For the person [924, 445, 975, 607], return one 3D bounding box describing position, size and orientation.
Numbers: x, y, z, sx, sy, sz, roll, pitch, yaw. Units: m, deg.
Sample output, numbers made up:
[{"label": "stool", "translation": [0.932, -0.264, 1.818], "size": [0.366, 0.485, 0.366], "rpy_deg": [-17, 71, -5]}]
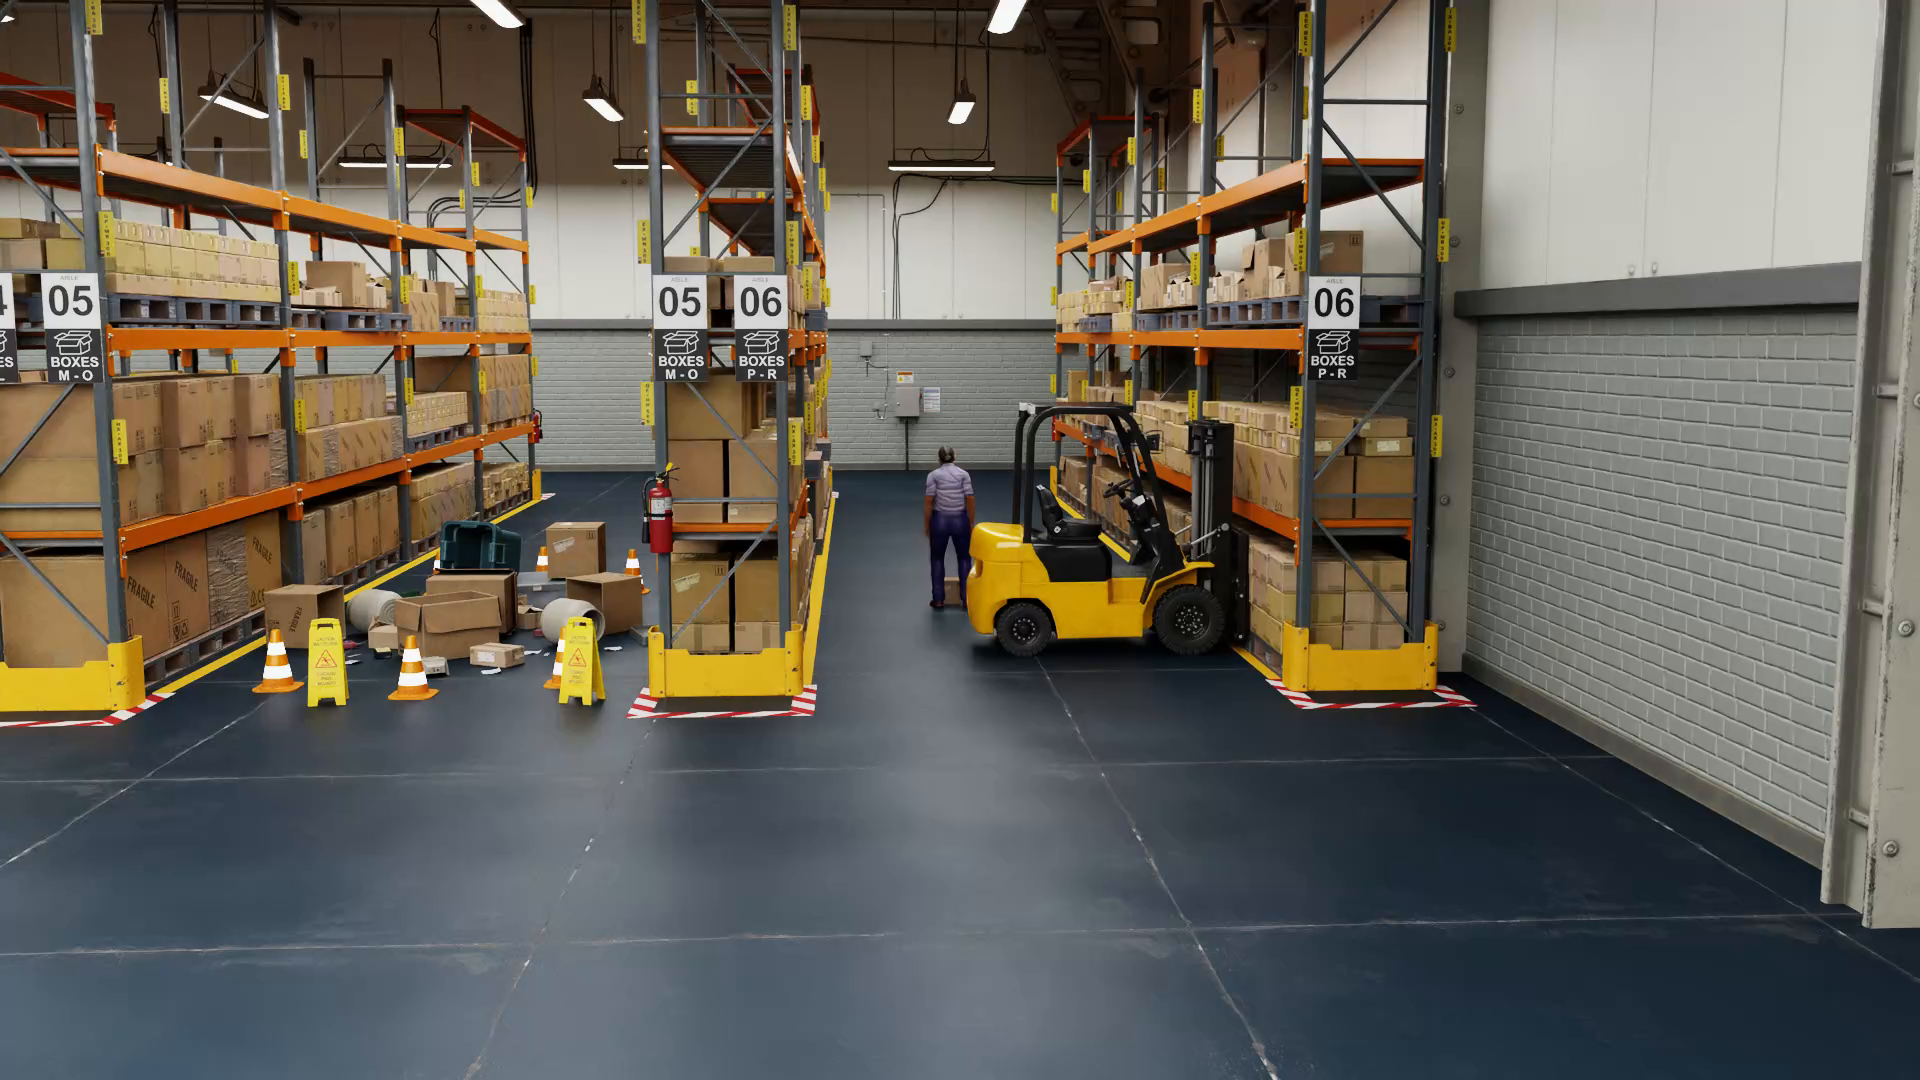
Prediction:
[{"label": "person", "translation": [-0.098, -0.138, 16.917], "size": [0.549, 1.650, 0.370], "rpy_deg": [-1, 7, -6]}]
